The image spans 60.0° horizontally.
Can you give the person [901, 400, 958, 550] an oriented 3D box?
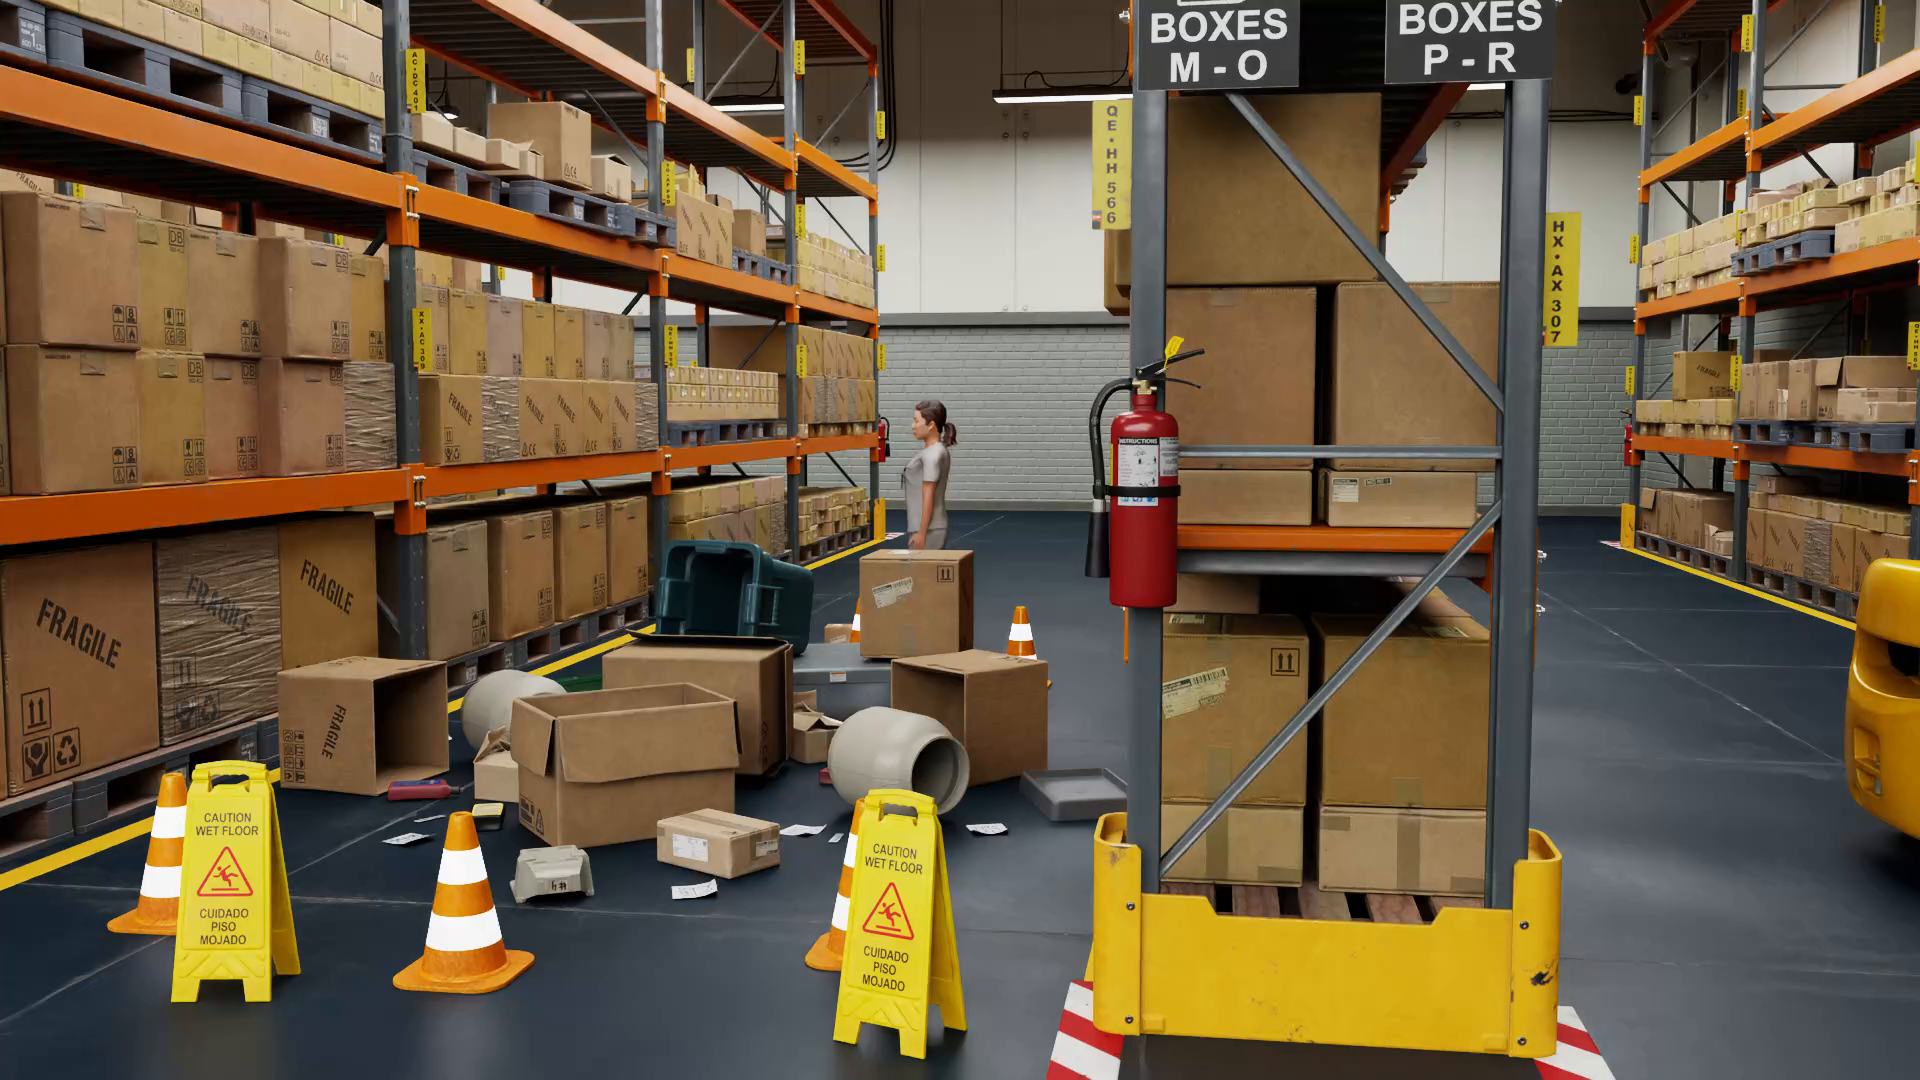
[{"bbox_3d":[-0.189,-0.033,10.344,0.362,1.674,0.437,0,5,1],"label":"person"}]
